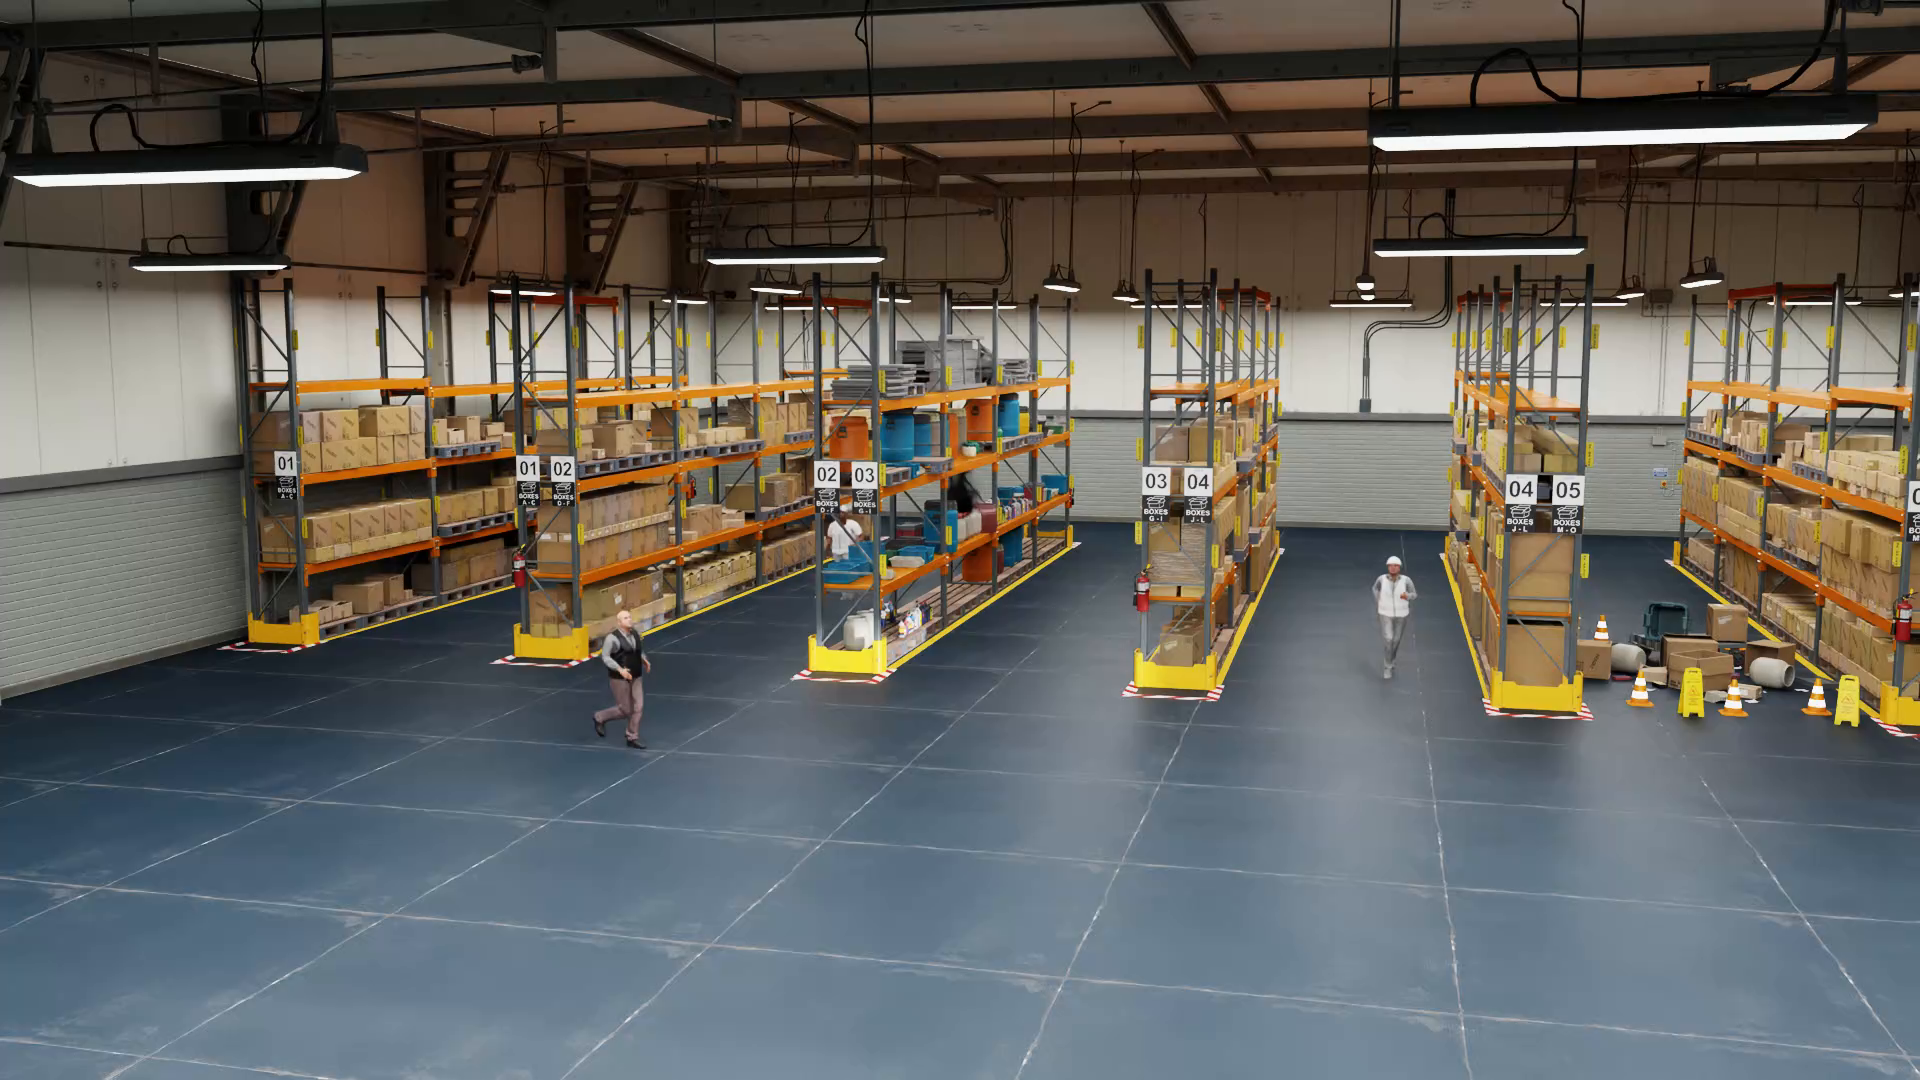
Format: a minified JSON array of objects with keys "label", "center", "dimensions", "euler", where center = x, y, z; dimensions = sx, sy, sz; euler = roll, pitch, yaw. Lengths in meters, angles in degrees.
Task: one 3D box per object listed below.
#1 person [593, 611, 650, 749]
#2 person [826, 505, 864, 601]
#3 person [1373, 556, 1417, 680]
[{"label":"person","center":[-4.172,1.712,20.598],"dimensions":[0.723,1.710,0.667],"euler":[5,8,35]},{"label":"person","center":[-2.133,0.247,30.134],"dimensions":[0.674,1.754,0.536],"euler":[2,7,18]},{"label":"person","center":[6.520,1.147,24.946],"dimensions":[0.630,1.837,0.789],"euler":[1,7,8]}]
